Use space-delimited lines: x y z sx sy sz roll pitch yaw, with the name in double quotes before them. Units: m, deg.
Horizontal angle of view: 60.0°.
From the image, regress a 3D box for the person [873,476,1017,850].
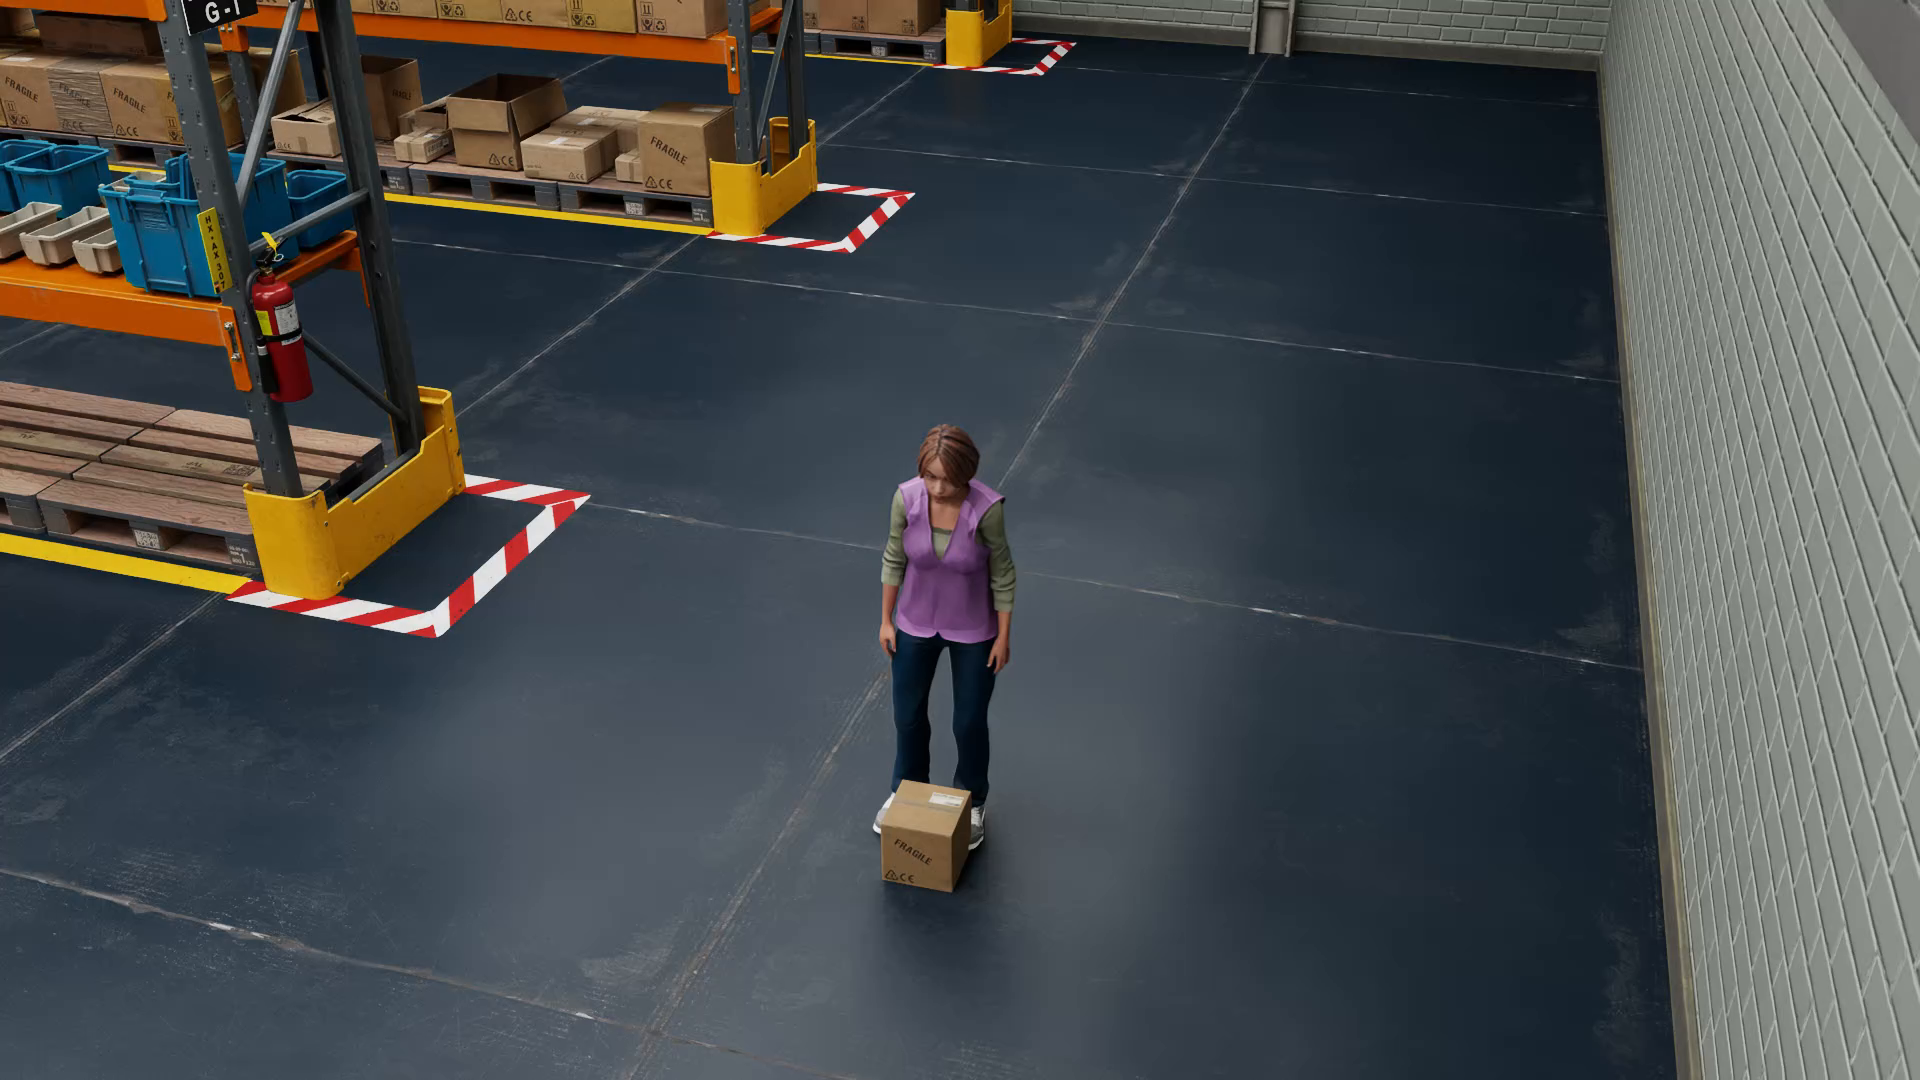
"person" -0.052 0.405 5.631 0.472 1.391 0.328 7 30 12
